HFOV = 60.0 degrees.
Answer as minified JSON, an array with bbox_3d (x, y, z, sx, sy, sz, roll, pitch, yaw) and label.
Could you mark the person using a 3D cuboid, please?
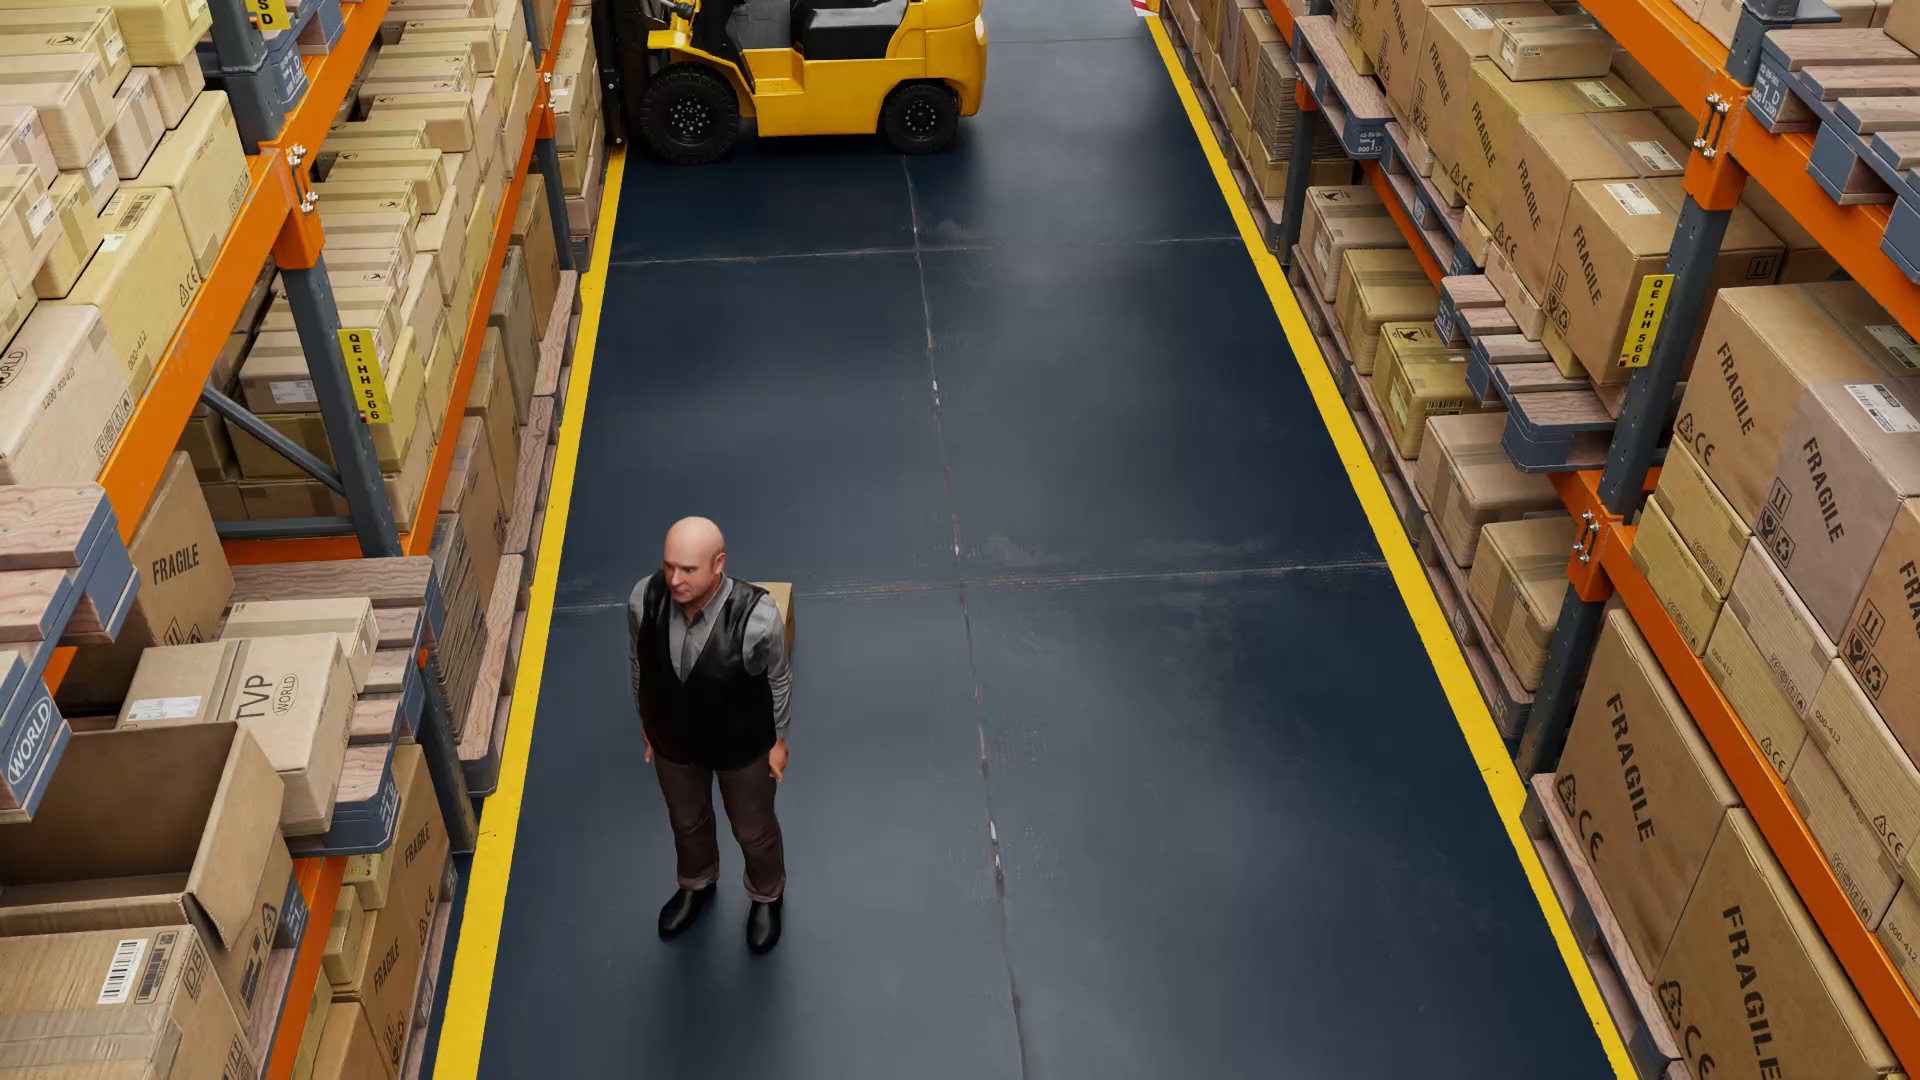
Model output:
[{"bbox_3d":[-0.794,0.644,5.373,0.527,1.725,0.356,8,39,9],"label":"person"}]
